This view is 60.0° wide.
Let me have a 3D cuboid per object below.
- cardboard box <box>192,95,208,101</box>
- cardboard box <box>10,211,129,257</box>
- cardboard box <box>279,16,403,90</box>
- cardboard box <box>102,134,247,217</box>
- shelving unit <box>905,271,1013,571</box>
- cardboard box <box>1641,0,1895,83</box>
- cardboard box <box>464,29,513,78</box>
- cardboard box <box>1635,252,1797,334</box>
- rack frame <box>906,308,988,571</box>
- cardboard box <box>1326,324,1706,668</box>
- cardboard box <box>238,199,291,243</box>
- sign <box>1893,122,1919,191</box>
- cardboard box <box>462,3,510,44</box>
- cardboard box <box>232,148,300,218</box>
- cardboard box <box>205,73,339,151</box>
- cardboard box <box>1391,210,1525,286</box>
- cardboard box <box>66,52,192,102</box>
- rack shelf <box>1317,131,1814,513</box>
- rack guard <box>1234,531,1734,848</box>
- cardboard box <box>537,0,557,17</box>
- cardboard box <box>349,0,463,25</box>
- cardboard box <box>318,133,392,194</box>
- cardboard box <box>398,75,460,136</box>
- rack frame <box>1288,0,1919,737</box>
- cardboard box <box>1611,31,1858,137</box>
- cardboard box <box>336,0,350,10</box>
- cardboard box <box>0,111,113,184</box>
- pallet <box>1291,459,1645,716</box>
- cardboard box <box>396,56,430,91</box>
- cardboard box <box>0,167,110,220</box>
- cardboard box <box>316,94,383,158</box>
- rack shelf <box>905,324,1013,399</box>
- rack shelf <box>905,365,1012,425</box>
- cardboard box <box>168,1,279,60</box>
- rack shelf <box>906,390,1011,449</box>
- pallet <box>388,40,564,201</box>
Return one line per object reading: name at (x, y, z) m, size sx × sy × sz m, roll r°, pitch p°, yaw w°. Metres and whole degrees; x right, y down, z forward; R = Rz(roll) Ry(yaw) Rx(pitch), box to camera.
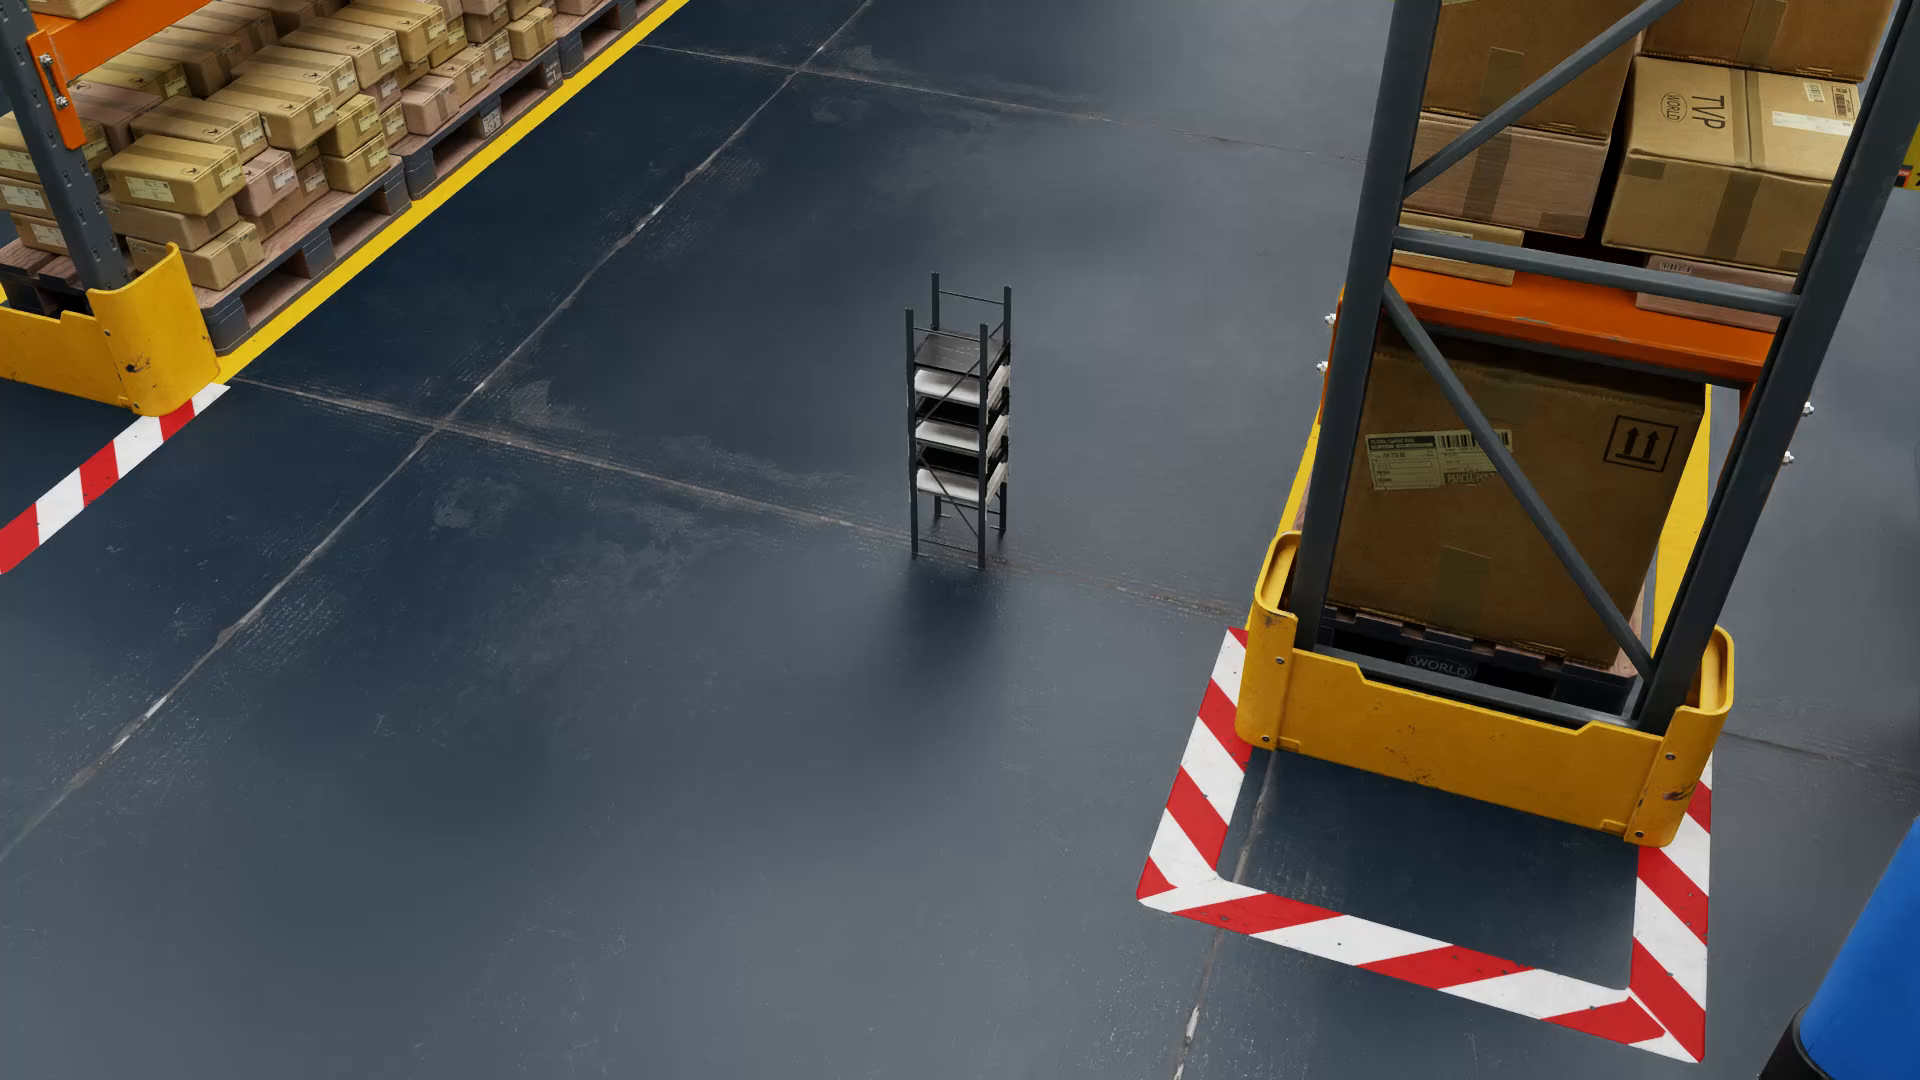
cardboard box at (-2.987, -1.773, 6.661) m, size 0.380 × 0.149 × 0.250 m, roll 13°, pitch 42°, yaw 15°
cardboard box at (-3.280, -1.184, 6.199) m, size 0.380 × 0.149 × 0.250 m, roll 14°, pitch 42°, yaw 16°
cardboard box at (-2.467, -1.944, 6.632) m, size 0.380 × 0.149 × 0.250 m, roll 15°, pitch 43°, yaw 17°
cardboard box at (-2.765, -1.287, 5.862) m, size 0.380 × 0.149 × 0.250 m, roll 11°, pitch 42°, yaw 13°
shelving unit at (-0.003, -0.337, 4.952) m, size 0.258 × 0.900 × 0.210 m, roll 13°, pitch 42°, yaw 15°
cardboard box at (1.952, -1.458, 3.956) m, size 0.500 × 0.500 × 0.500 m, roll 12°, pitch 42°, yaw 14°
cardboard box at (-2.216, -2.166, 7.350) m, size 0.380 × 0.149 × 0.250 m, roll 14°, pitch 42°, yaw 16°
cardboard box at (1.794, -0.626, 3.867) m, size 0.380 × 0.149 × 0.250 m, roll 14°, pitch 42°, yaw 16°
rack frame at (-0.038, -0.275, 4.879) m, size 0.240 × 0.900 × 0.006 m, roll 13°, pitch 42°, yaw 15°
cardboard box at (1.506, -0.338, 4.649) m, size 0.875 × 0.875 × 0.875 m, roll 13°, pitch 42°, yaw 15°
cardboard box at (-2.771, -1.243, 6.269) m, size 0.380 × 0.149 × 0.250 m, roll 13°, pitch 42°, yaw 15°
sign at (1.882, -0.811, 3.162) m, size 0.100 × 0.325 × 0.005 m, roll 13°, pitch 42°, yaw 15°
cardboard box at (-2.218, -2.322, 7.304) m, size 0.380 × 0.149 × 0.250 m, roll 11°, pitch 42°, yaw 13°
cardboard box at (-2.697, -1.347, 6.161) m, size 0.380 × 0.149 × 0.250 m, roll 13°, pitch 42°, yaw 15°
cardboard box at (-2.578, -1.607, 6.237) m, size 0.380 × 0.149 × 0.250 m, roll 13°, pitch 42°, yaw 15°
cardboard box at (1.175, -0.773, 4.039) m, size 0.380 × 0.149 × 0.250 m, roll 14°, pitch 42°, yaw 16°
cardboard box at (-3.212, -1.749, 6.403) m, size 0.380 × 0.149 × 0.250 m, roll 12°, pitch 42°, yaw 14°
rack shelf at (2.047, -1.525, 5.281) m, size 1.077 × 0.370 × 4.000 m, roll 13°, pitch 42°, yaw 15°
rack guard at (1.354, 0.387, 4.411) m, size 1.175 × 0.500 × 0.348 m, roll 13°, pitch 42°, yaw 15°
cardboard box at (-2.111, -2.492, 7.733) m, size 0.380 × 0.149 × 0.250 m, roll 12°, pitch 42°, yaw 14°
cardboard box at (-2.338, -2.269, 7.012) m, size 0.380 × 0.149 × 0.250 m, roll 13°, pitch 42°, yaw 15°
cardboard box at (-2.502, -1.527, 6.602) m, size 0.380 × 0.149 × 0.250 m, roll 14°, pitch 42°, yaw 16°
cardboard box at (-2.338, -1.837, 6.965) m, size 0.380 × 0.149 × 0.250 m, roll 11°, pitch 42°, yaw 13°
rack frame at (1.363, -0.579, 3.617) m, size 1.000 × 3.000 × 0.127 m, roll 13°, pitch 42°, yaw 15°
cardboard box at (1.952, -1.186, 4.216) m, size 0.500 × 0.250 × 0.500 m, roll 13°, pitch 42°, yaw 15°
cardboard box at (-2.767, -2.371, 7.132) m, size 0.380 × 0.149 × 0.250 m, roll 13°, pitch 42°, yaw 15°
cardboard box at (-3.321, -1.422, 6.020) m, size 0.380 × 0.149 × 0.250 m, roll 14°, pitch 42°, yaw 16°
pallet at (1.563, -0.023, 5.114) m, size 1.003 × 0.211 × 1.213 m, roll 13°, pitch 42°, yaw 15°
cardboard box at (-2.451, -2.006, 6.933) m, size 0.380 × 0.149 × 0.250 m, roll 15°, pitch 43°, yaw 17°
cardboard box at (-3.351, -1.315, 6.124) m, size 0.380 × 0.149 × 0.250 m, roll 12°, pitch 42°, yaw 14°
cardboard box at (-2.506, -1.648, 6.514) m, size 0.380 × 0.149 × 0.250 m, roll 15°, pitch 43°, yaw 16°
rack shelf at (-0.003, -0.517, 4.799) m, size 0.258 × 0.077 × 0.200 m, roll 13°, pitch 42°, yaw 15°
rack shelf at (-0.003, -0.449, 4.857) m, size 0.258 × 0.077 × 0.200 m, roll 13°, pitch 42°, yaw 15°
cardboard box at (-3.024, -2.069, 6.778) m, size 0.380 × 0.149 × 0.250 m, roll 15°, pitch 43°, yaw 17°
rack shelf at (-0.003, -0.381, 4.915) m, size 0.258 × 0.077 × 0.200 m, roll 13°, pitch 42°, yaw 15°
pallet at (-2.508, -1.956, 7.380) m, size 1.003 × 0.211 × 1.213 m, roll 13°, pitch 42°, yaw 15°
